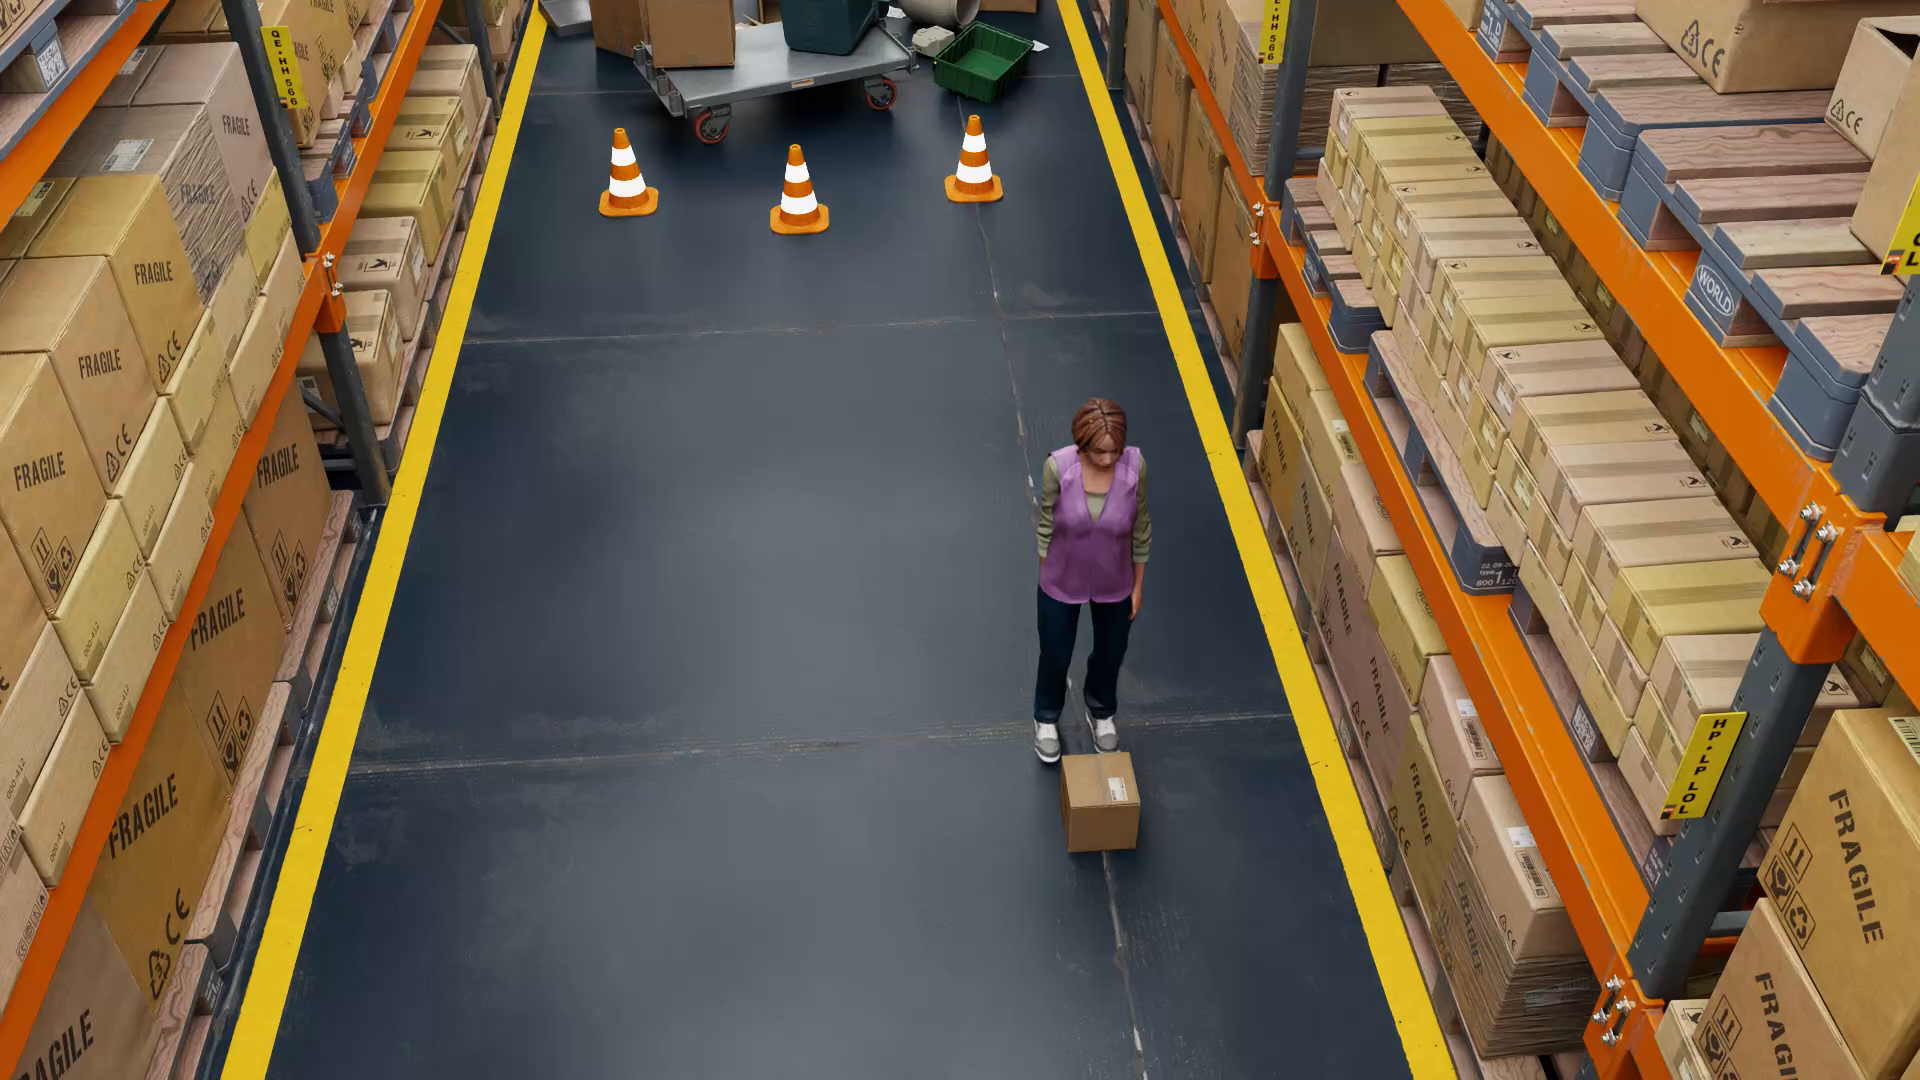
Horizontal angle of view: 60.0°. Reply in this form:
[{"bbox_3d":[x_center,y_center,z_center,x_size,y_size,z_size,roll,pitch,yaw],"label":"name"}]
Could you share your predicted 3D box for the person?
[{"bbox_3d":[0.474,0.159,5.986,0.407,1.593,0.302,-2,40,-3],"label":"person"}]
